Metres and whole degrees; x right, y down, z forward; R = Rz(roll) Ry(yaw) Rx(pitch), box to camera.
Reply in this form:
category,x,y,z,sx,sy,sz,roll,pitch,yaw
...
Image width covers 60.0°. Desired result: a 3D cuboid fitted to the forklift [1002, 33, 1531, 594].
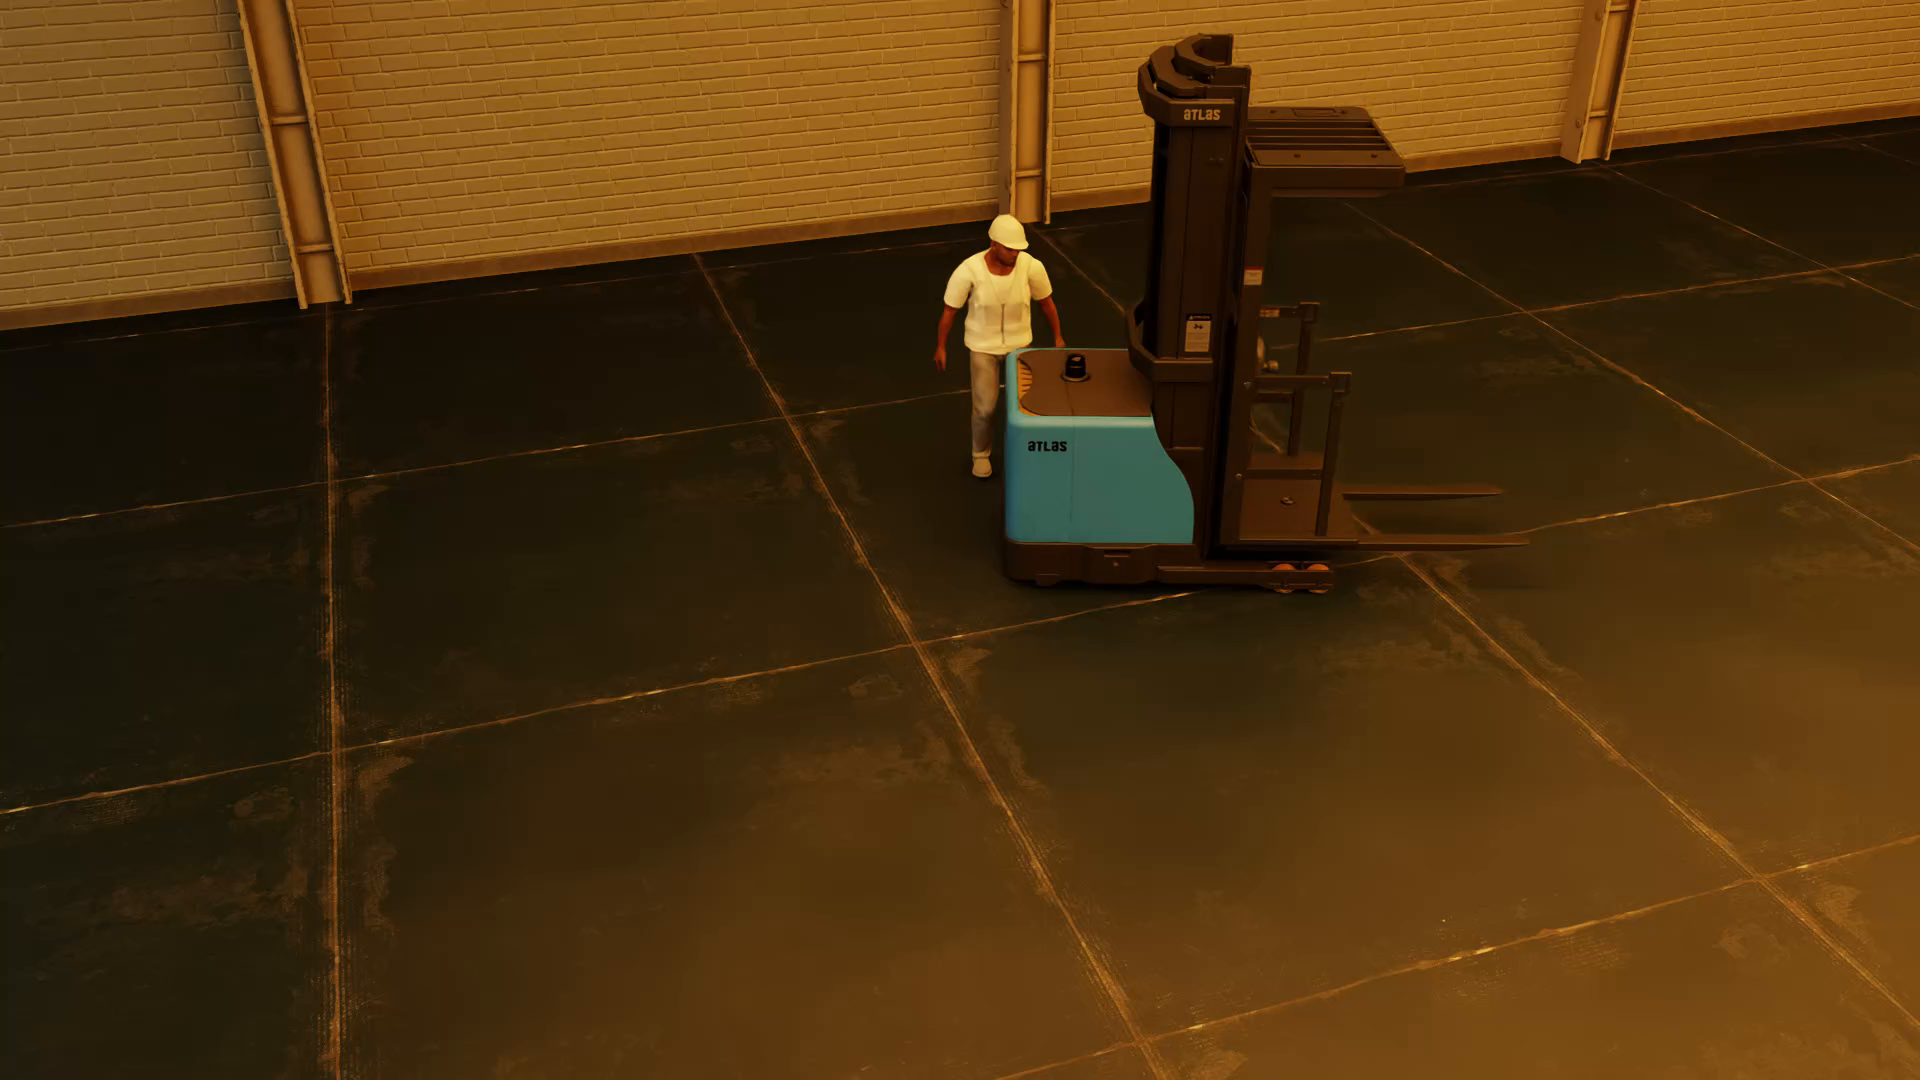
category,x,y,z,sx,sy,sz,roll,pitch,yaw
forklift,1.768,-1.233,9.230,3.031,2.935,1.130,0,30,1

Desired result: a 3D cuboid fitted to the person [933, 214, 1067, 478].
category,x,y,z,sx,sy,sz,roll,pitch,yaw
person,0.273,-1.204,10.378,0.850,1.735,0.431,-7,31,-11
